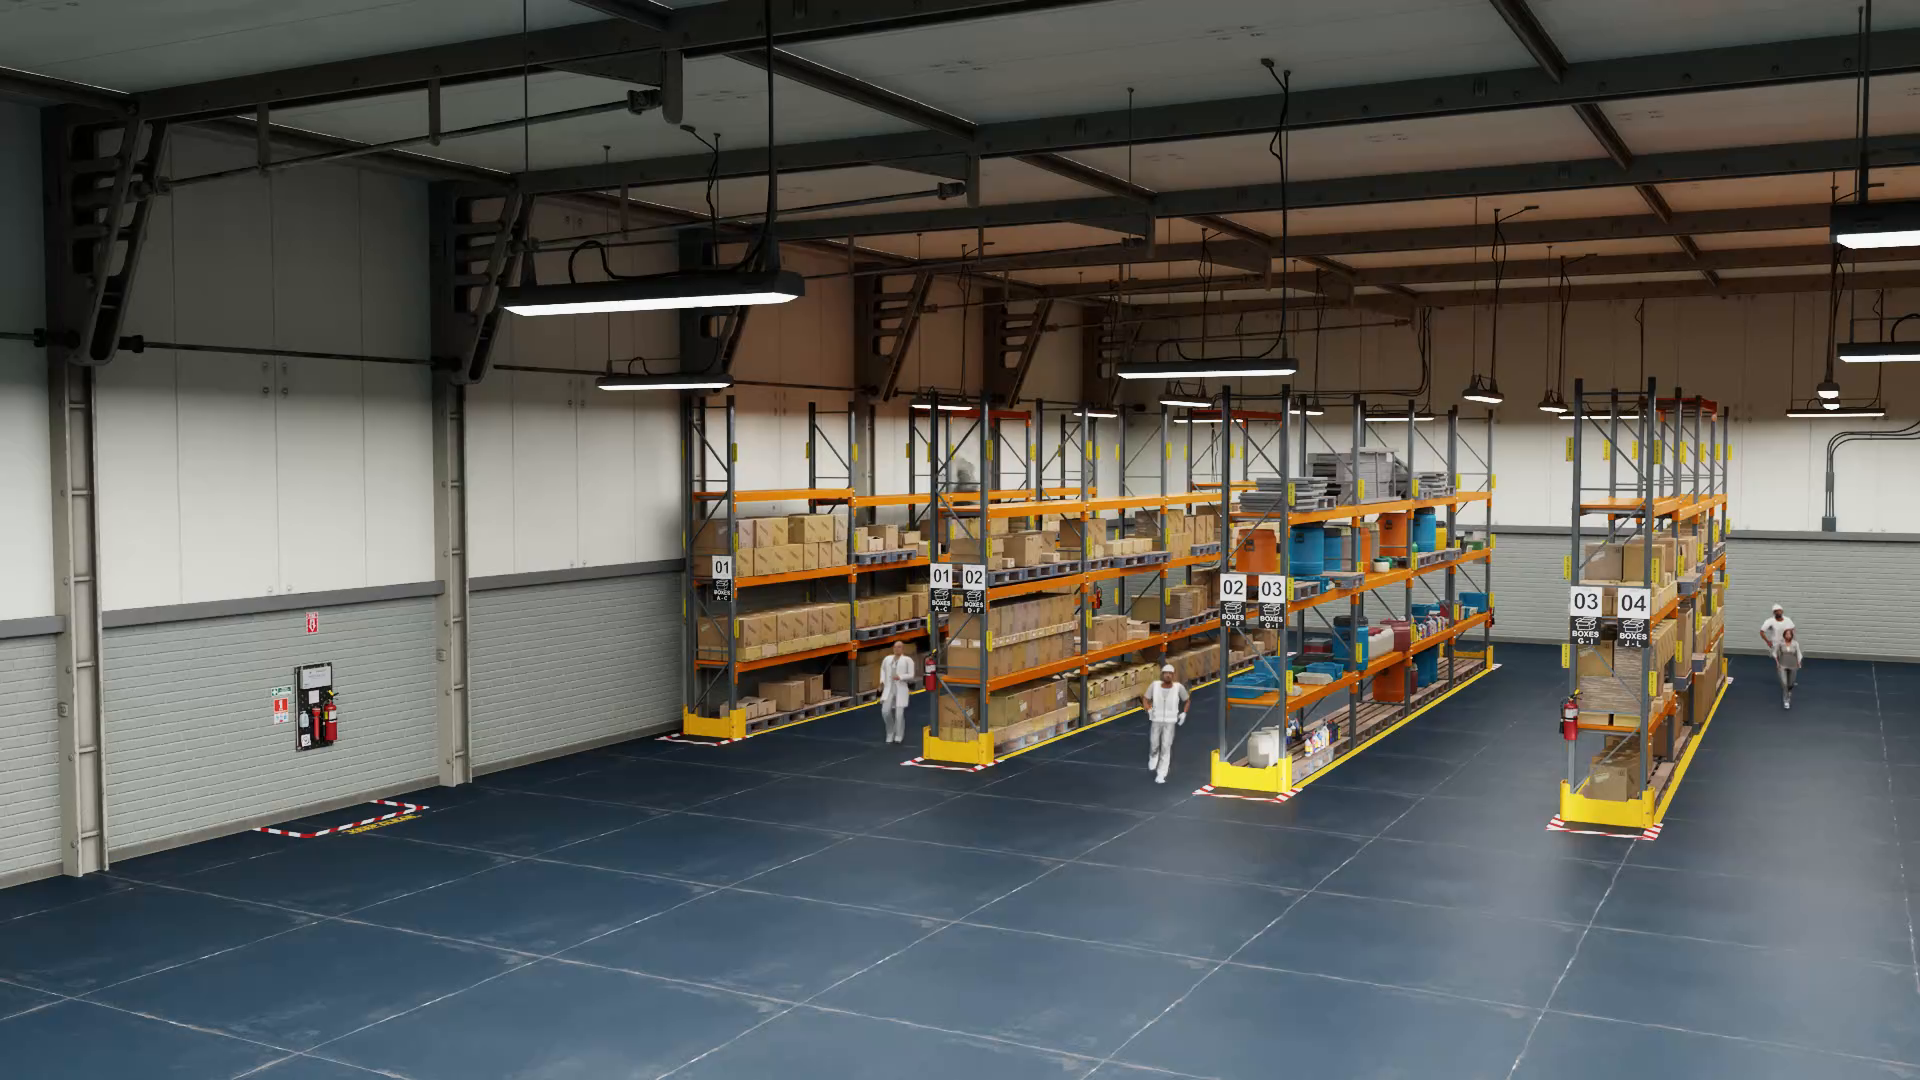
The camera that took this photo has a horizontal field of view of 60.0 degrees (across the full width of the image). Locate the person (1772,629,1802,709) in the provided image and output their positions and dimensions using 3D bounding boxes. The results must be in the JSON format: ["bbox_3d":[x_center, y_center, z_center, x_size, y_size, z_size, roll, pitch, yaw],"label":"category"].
[{"bbox_3d":[16.267,2.520,32.726,0.524,1.544,0.664,1,3,22],"label":"person"}]

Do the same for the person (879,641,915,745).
[{"bbox_3d":[-1.113,2.628,28.521,0.680,1.776,0.675,1,3,14],"label":"person"}]

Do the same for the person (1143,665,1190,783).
[{"bbox_3d":[3.164,2.793,25.506,0.728,1.771,0.799,0,3,9],"label":"person"}]

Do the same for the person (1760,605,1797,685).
[{"bbox_3d":[17.693,2.252,35.883,0.763,1.714,0.732,0,3,0],"label":"person"}]
